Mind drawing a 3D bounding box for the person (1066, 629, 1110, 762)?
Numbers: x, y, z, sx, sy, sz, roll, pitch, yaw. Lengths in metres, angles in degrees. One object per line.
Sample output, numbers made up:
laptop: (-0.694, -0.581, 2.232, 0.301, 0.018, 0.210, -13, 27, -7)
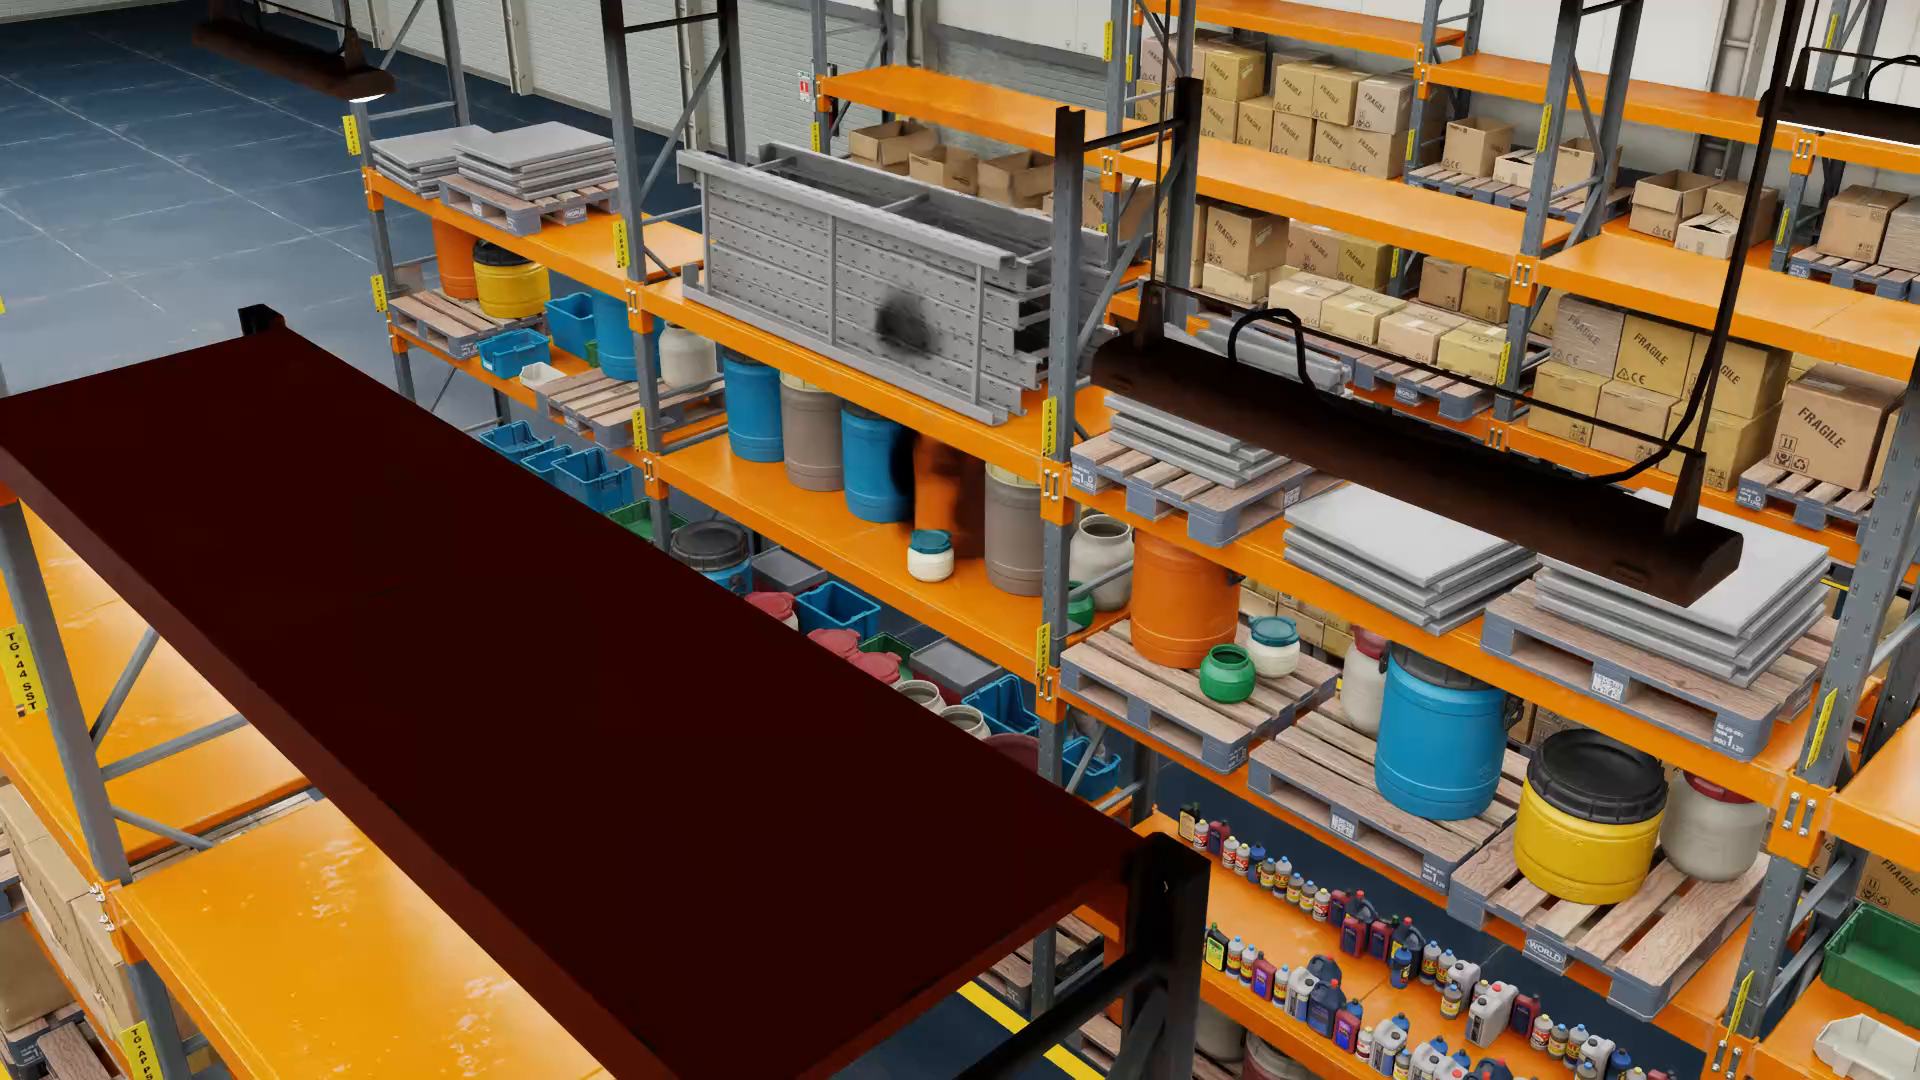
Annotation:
person: (0.840, 0.943, 12.674, 0.754, 1.890, 0.638, 20, 34, 33)
